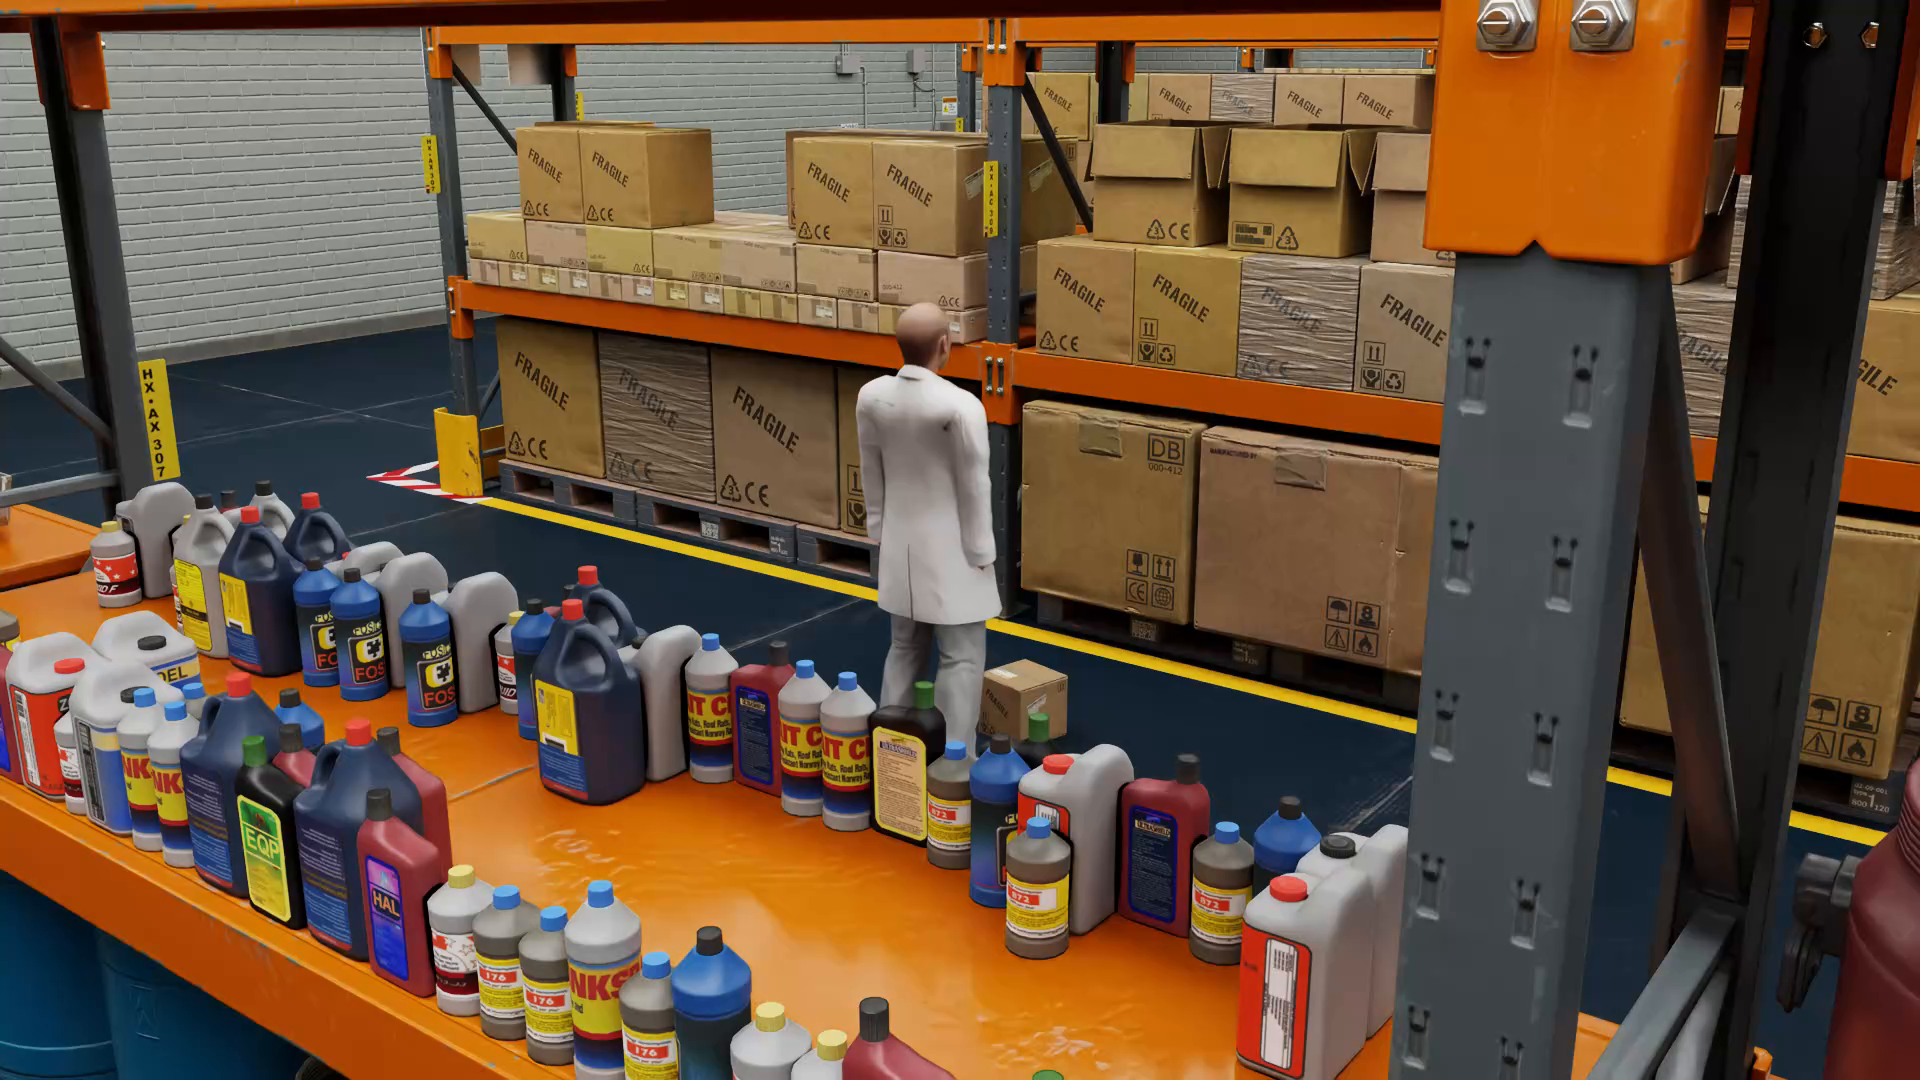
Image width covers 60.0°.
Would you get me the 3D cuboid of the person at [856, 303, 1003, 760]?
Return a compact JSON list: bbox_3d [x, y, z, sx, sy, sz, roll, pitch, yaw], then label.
[{"bbox_3d":[-0.099,0.035,5.948,0.560,1.775,0.375,12,20,36],"label":"person"}]
